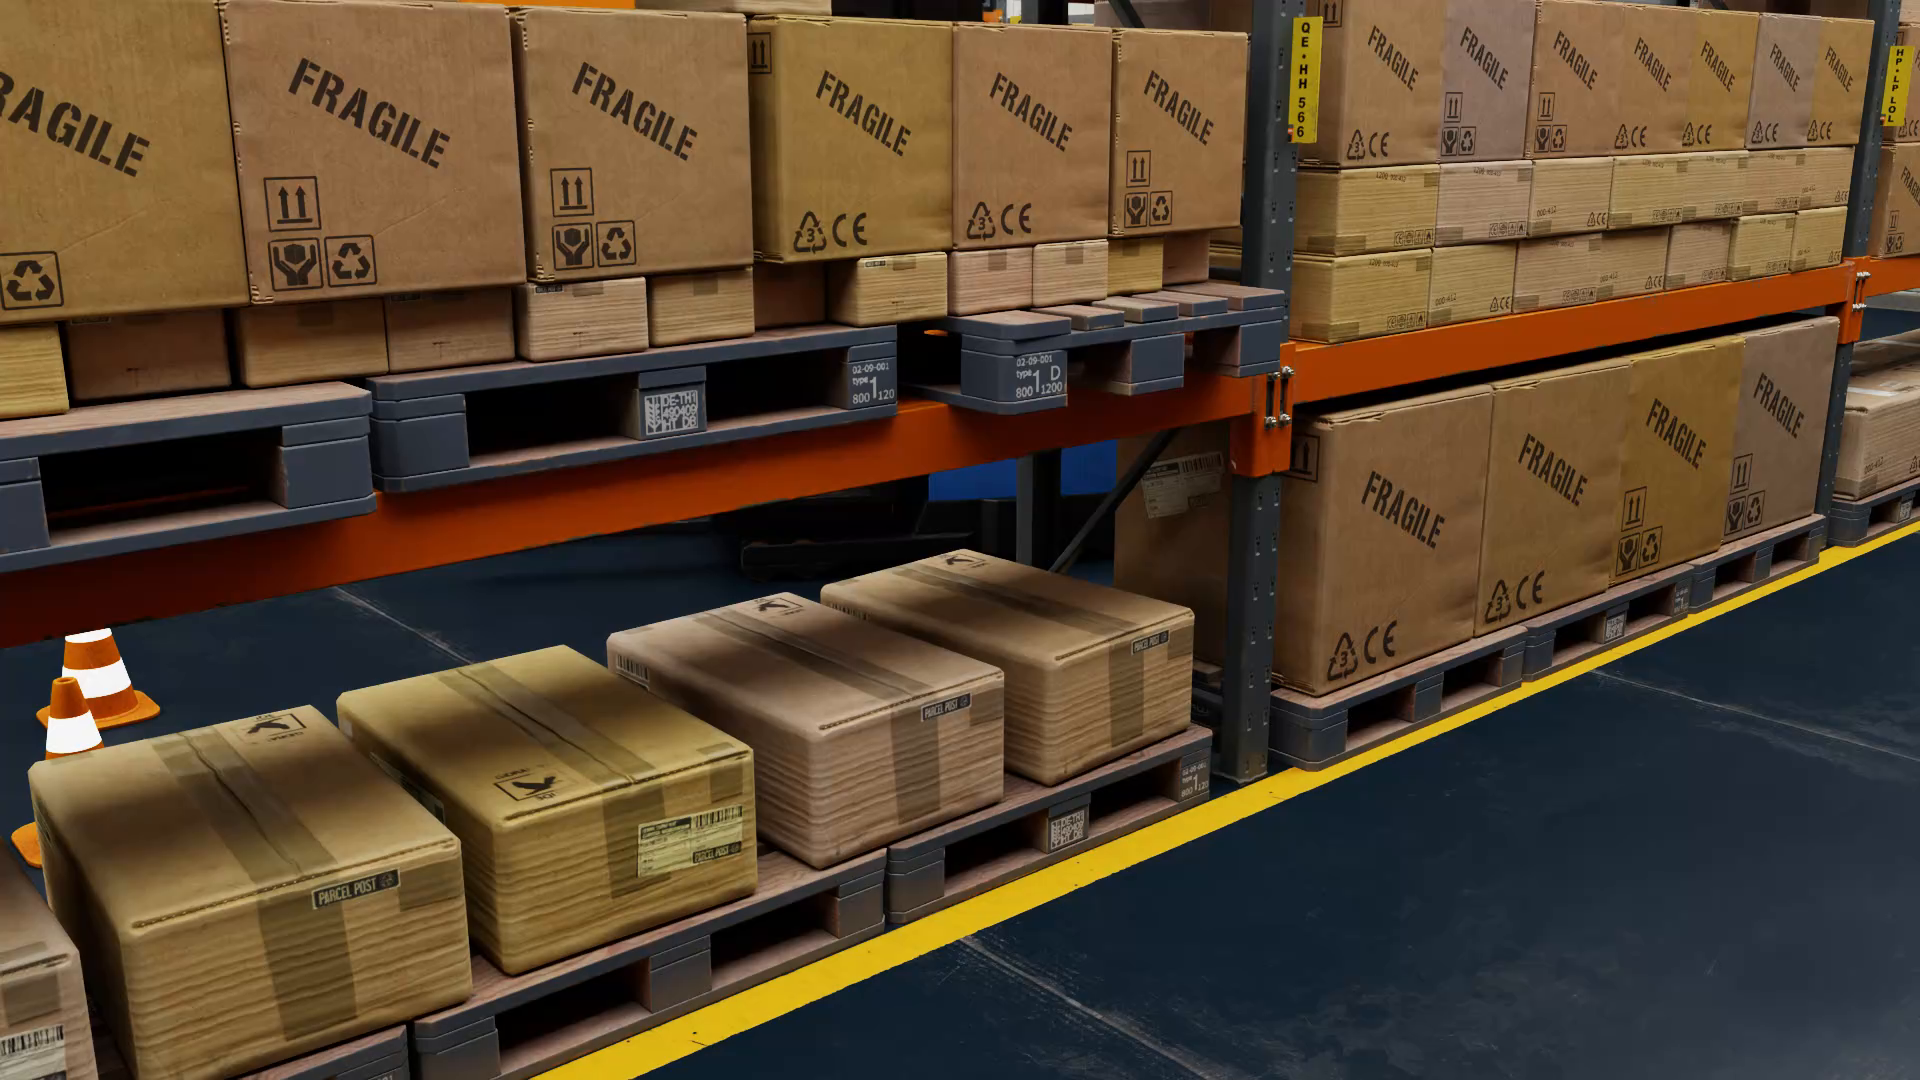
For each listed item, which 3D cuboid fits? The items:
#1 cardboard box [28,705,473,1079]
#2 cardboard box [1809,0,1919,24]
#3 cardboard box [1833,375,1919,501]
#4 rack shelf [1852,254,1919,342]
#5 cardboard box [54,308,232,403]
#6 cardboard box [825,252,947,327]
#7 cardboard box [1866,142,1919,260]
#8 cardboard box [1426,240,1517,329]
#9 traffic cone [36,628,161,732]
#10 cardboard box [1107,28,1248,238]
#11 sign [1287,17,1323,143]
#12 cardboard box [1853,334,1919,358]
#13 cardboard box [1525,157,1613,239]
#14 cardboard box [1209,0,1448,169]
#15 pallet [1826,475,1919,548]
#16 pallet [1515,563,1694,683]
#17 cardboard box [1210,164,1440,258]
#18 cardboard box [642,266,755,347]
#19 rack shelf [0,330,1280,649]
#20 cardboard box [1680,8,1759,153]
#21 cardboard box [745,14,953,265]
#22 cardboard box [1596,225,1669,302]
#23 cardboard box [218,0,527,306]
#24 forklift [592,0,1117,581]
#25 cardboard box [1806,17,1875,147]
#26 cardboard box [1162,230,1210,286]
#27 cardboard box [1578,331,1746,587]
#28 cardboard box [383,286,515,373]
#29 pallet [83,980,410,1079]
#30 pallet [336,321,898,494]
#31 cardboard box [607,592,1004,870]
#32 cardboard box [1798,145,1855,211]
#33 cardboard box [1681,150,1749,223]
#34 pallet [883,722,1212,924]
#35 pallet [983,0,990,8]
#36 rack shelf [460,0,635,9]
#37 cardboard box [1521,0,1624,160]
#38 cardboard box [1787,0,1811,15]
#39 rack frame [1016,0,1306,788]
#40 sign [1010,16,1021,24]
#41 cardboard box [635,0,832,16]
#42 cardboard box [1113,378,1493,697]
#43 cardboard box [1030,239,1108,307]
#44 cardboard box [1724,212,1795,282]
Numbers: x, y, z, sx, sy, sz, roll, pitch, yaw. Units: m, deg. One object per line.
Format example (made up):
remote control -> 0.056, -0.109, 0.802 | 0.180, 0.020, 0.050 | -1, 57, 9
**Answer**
cardboard box -> -1.524, 0.717, 3.532 | 0.625, 0.372, 0.950 | -11, 19, -36
cardboard box -> 3.985, -2.341, 7.313 | 0.250, 0.149, 0.380 | -13, 20, -40
cardboard box -> 4.121, -0.544, 8.124 | 0.875, 0.438, 0.875 | -13, 20, -40
rack shelf -> 5.086, -1.484, 8.889 | 4.000, 0.370, 1.077 | -13, 19, -39
cardboard box -> -1.476, -0.355, 2.940 | 0.250, 0.149, 0.380 | -11, 19, -36
cardboard box -> -0.243, -0.594, 3.836 | 0.250, 0.149, 0.380 | -12, 19, -38
cardboard box -> 4.103, -1.570, 7.622 | 0.500, 0.500, 0.500 | -12, 19, -38
cardboard box -> 1.469, -0.868, 5.476 | 0.500, 0.250, 0.500 | -13, 20, -41
traffic cone -> -2.880, 0.361, 5.501 | 0.334, 0.463, 0.336 | -13, 19, -39
cardboard box -> 0.399, -1.079, 4.395 | 0.500, 0.500, 0.500 | -13, 20, -41
sign -> 0.923, -1.233, 4.462 | 0.005, 0.325, 0.100 | -13, 19, -39
cardboard box -> 5.477, -0.848, 9.263 | 0.875, 0.438, 0.875 | -12, 19, -38
cardboard box -> 1.878, -1.192, 5.721 | 0.500, 0.250, 0.500 | -13, 20, -40
cardboard box -> 1.092, -1.383, 4.984 | 0.500, 0.500, 0.500 | -14, 20, -41
pallet -> 4.202, -0.260, 8.313 | 1.213, 0.211, 1.003 | -13, 19, -39
pallet -> 2.123, 0.207, 6.566 | 1.213, 0.211, 1.003 | -13, 19, -39
cardboard box -> 1.104, -1.022, 5.087 | 0.500, 0.250, 0.500 | -13, 20, -40
cardboard box -> -0.650, -0.518, 3.549 | 0.250, 0.149, 0.380 | -13, 20, -41
rack shelf -> -0.950, -0.129, 3.815 | 4.000, 0.370, 1.077 | -13, 19, -39
cardboard box -> 2.624, -1.729, 6.279 | 0.500, 0.500, 0.500 | -12, 19, -38
cardboard box -> -0.364, -0.904, 3.738 | 0.500, 0.500, 0.500 | -14, 21, -43
cardboard box -> 2.239, -1.040, 6.120 | 0.500, 0.250, 0.500 | -13, 19, -39
cardboard box -> -1.157, -0.723, 3.059 | 0.500, 0.500, 0.500 | -13, 20, -40
forklift -> -0.674, -1.390, 7.275 | 3.031, 2.935, 1.130 | -3, 15, -11
cardboard box -> 3.405, -1.900, 6.920 | 0.500, 0.500, 0.500 | -12, 19, -38
cardboard box -> 0.466, -0.796, 4.590 | 0.250, 0.149, 0.380 | -12, 19, -37
cardboard box -> 2.485, -0.394, 6.718 | 0.875, 0.875, 0.875 | -12, 19, -38
cardboard box -> -1.067, -0.432, 3.228 | 0.250, 0.149, 0.380 | -12, 19, -39
pallet -> -1.872, 1.077, 3.309 | 1.213, 0.211, 1.003 | -13, 19, -39
pallet -> -0.907, -0.380, 3.730 | 1.213, 0.211, 1.003 | -13, 19, -39
cardboard box -> -0.425, 0.471, 4.451 | 0.625, 0.372, 0.950 | -13, 20, -40
cardboard box -> 3.404, -1.540, 7.026 | 0.500, 0.250, 0.500 | -13, 20, -39
cardboard box -> 2.645, -1.365, 6.371 | 0.500, 0.250, 0.500 | -12, 19, -38
pallet -> -0.031, 0.664, 4.856 | 1.213, 0.211, 1.003 | -13, 19, -39
pallet -> -0.464, -5.379, 16.434 | 1.213, 0.211, 1.003 | -13, 19, -39
rack shelf -> -4.437, -4.185, 13.188 | 4.000, 0.370, 1.077 | -13, 19, -39
cardboard box -> 1.860, -1.553, 5.622 | 0.500, 0.500, 0.500 | -12, 19, -38
cardboard box -> 3.870, -2.476, 7.818 | 0.250, 0.149, 0.380 | -12, 19, -38
rack frame -> 0.559, -0.816, 4.991 | 0.127, 3.000, 1.000 | -13, 19, -39
sign -> 0.192, -1.483, 5.244 | 0.005, 0.325, 0.100 | -13, 19, -39
cardboard box -> -0.490, -1.192, 3.559 | 0.250, 0.149, 0.380 | -14, 20, -42
cardboard box -> 1.135, -0.093, 5.589 | 0.875, 0.875, 0.875 | -13, 20, -40
cardboard box -> 0.151, -0.685, 4.175 | 0.250, 0.149, 0.380 | -13, 20, -40
cardboard box -> 3.019, -1.210, 6.757 | 0.500, 0.250, 0.500 | -13, 20, -40
